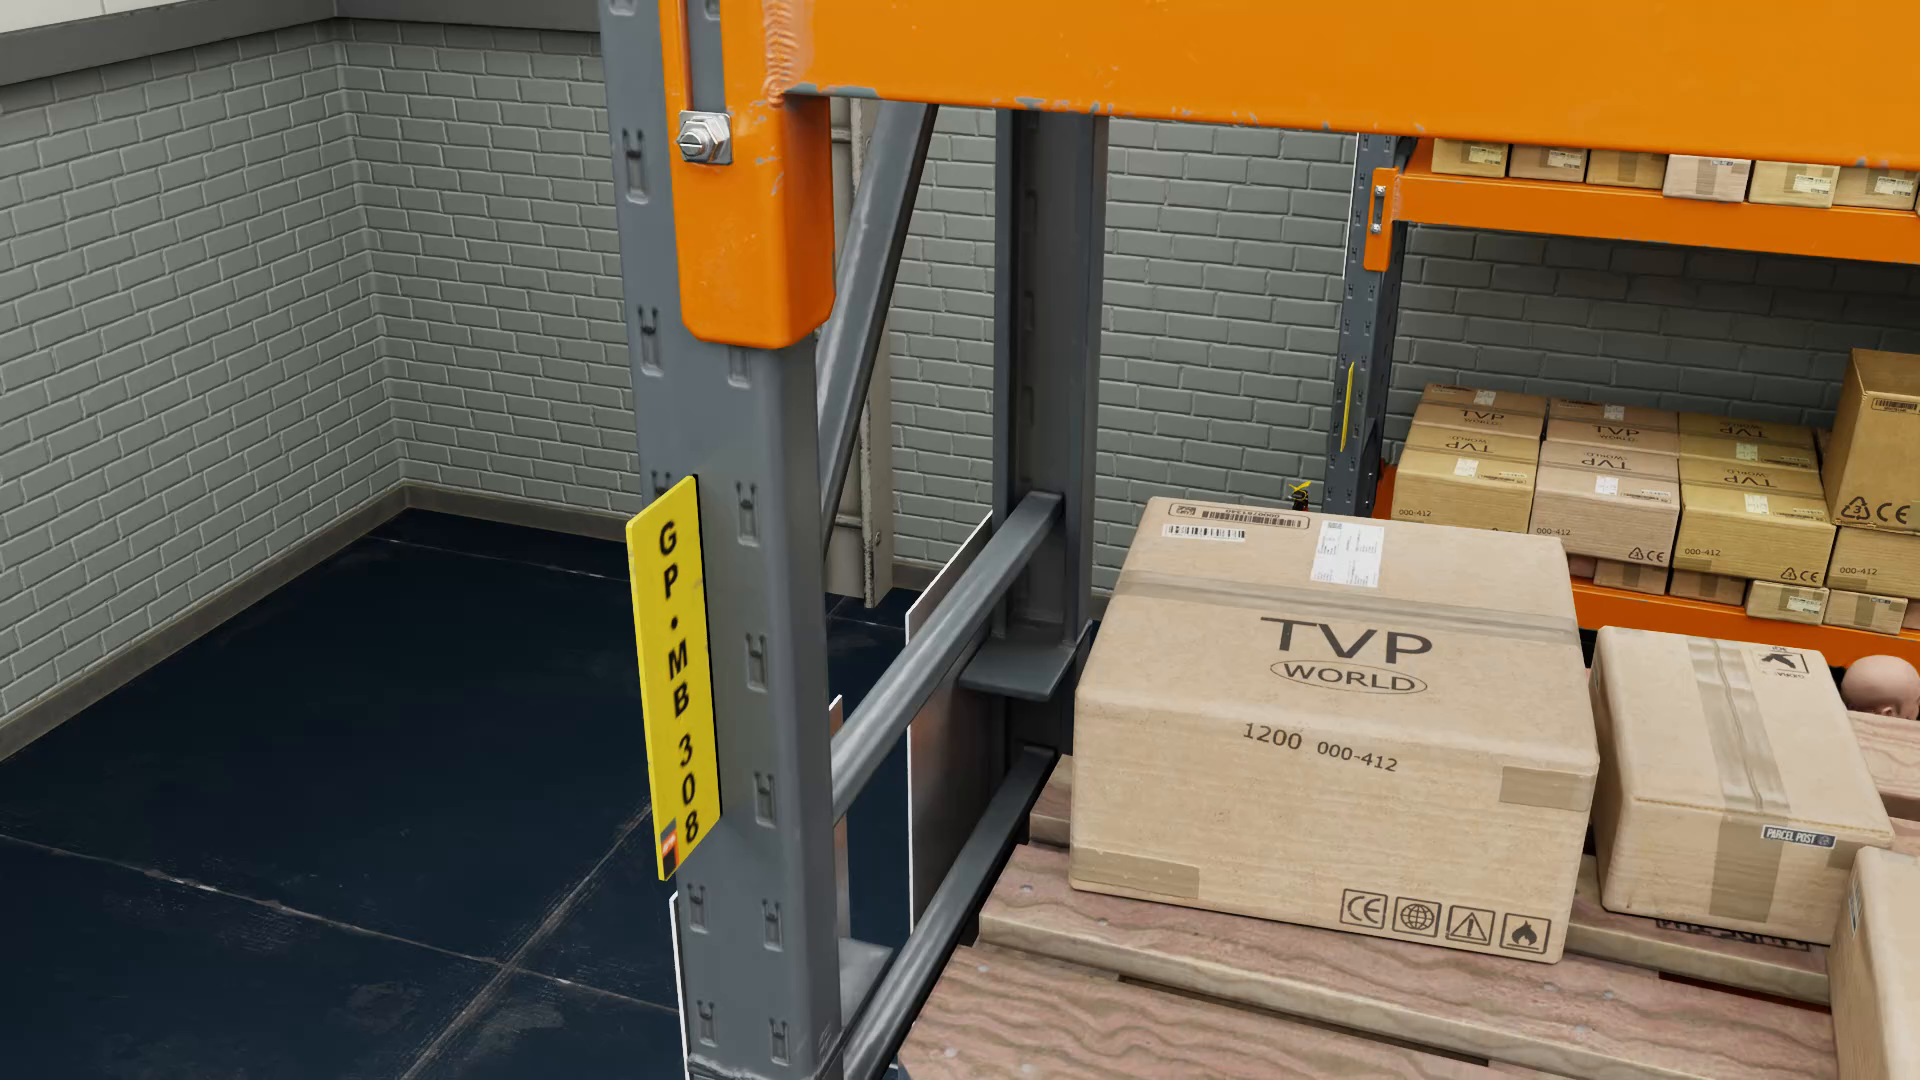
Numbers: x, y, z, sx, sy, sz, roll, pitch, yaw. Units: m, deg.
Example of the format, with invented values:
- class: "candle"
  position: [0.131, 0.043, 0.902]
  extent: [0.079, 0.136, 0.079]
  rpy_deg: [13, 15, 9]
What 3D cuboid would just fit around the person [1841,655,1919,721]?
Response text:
- class: "person"
  position: [2.699, 1.124, 5.212]
  extent: [0.756, 1.759, 0.590]
  rpy_deg: [7, 26, 15]
